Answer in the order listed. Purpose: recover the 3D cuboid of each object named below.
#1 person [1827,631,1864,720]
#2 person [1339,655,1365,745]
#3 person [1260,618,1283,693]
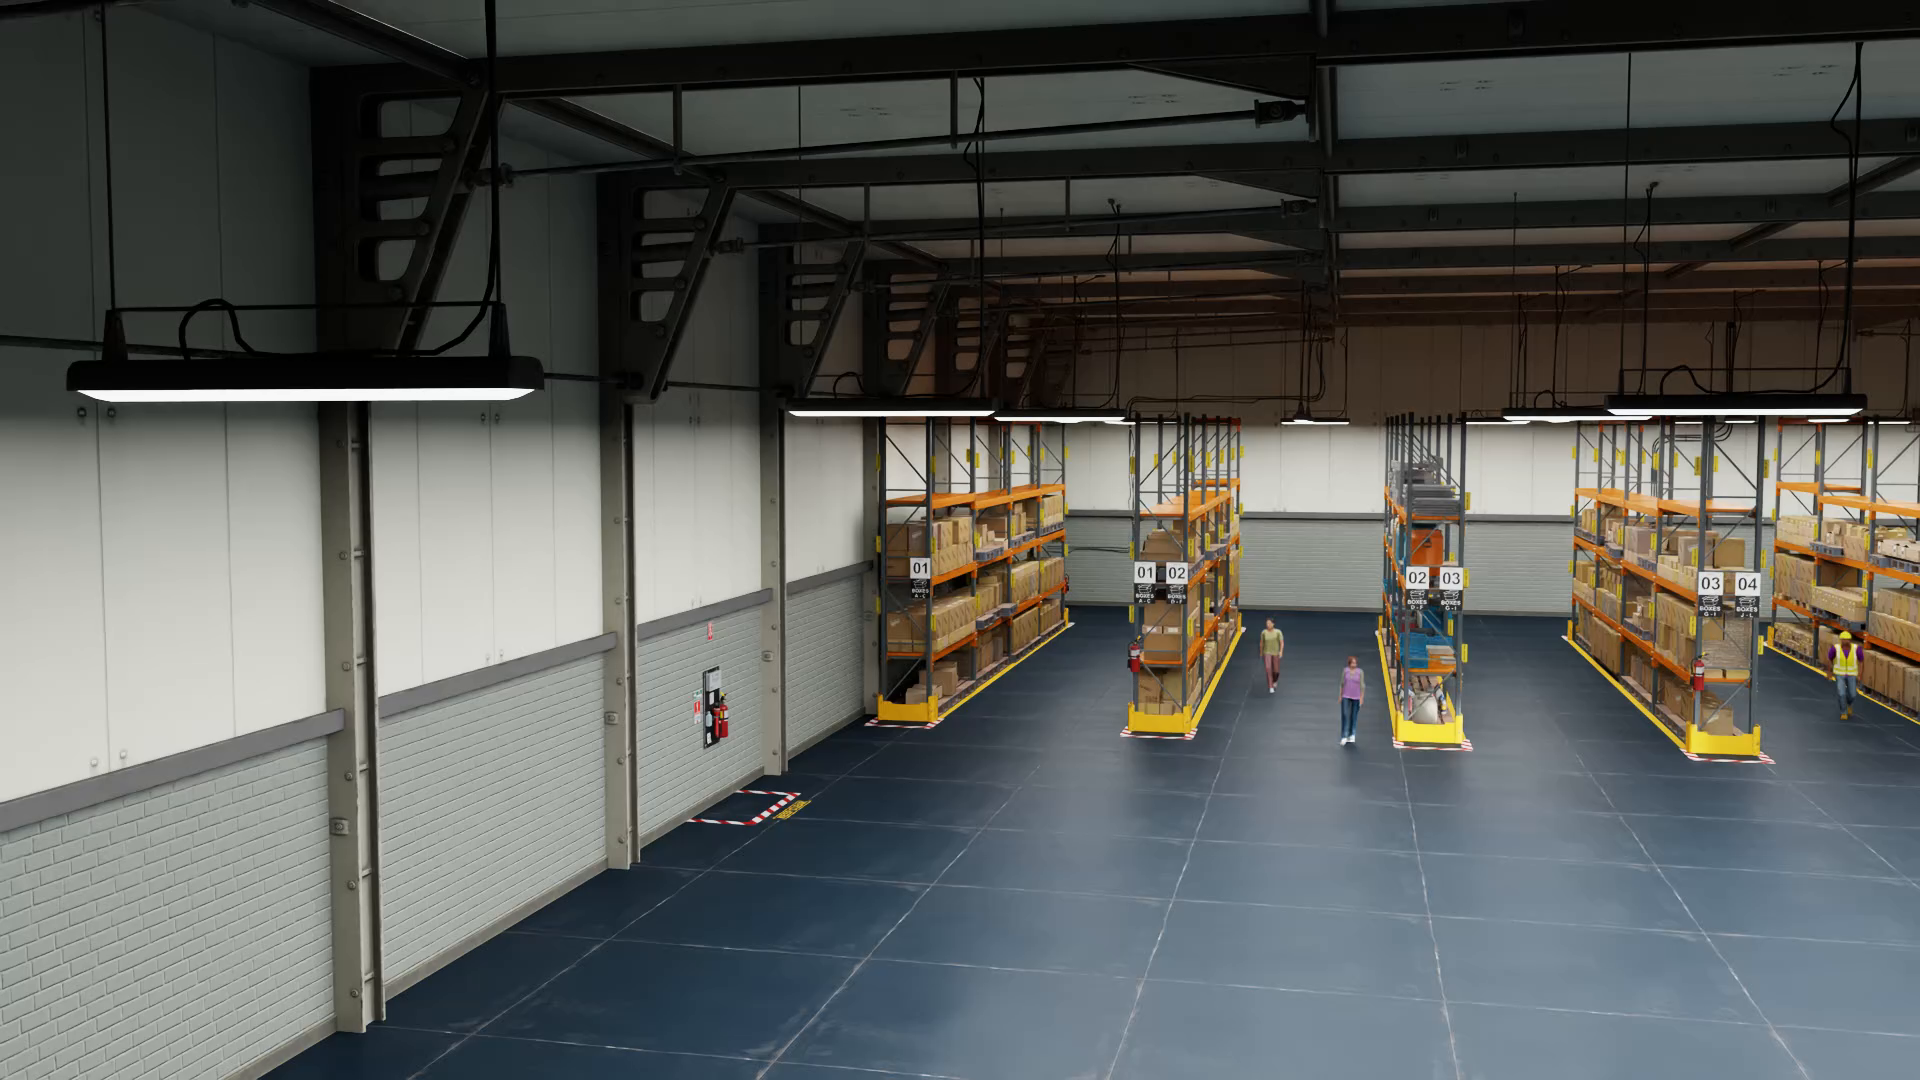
[{"bbox_3d":[17.426,2.643,32.735,0.636,1.739,0.678,2,4,22],"label":"person"},{"bbox_3d":[7.100,2.902,30.143,0.476,1.631,0.509,1,4,20],"label":"person"},{"bbox_3d":[6.778,2.479,36.172,0.499,1.586,0.864,1,4,9],"label":"person"}]
